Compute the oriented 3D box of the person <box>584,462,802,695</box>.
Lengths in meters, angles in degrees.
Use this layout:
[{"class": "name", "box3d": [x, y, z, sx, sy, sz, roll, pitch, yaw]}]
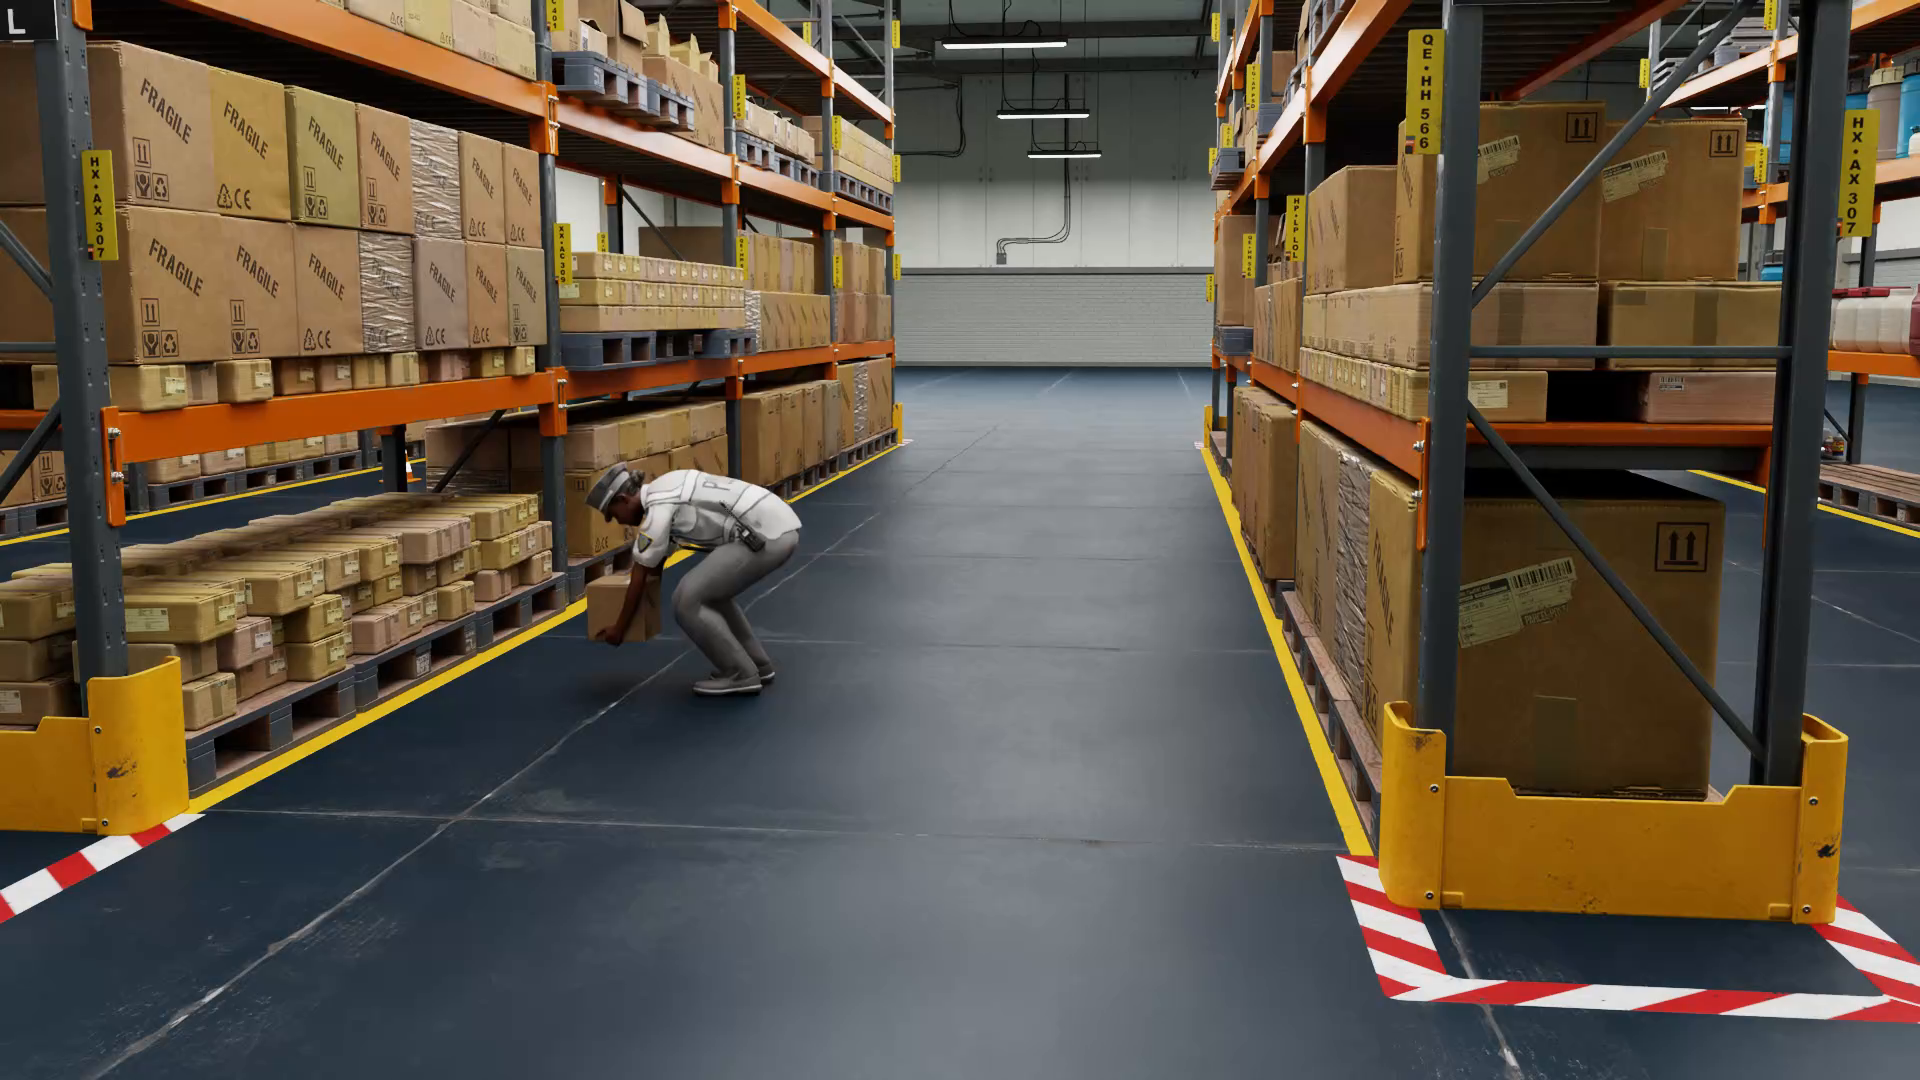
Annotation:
[{"class": "person", "box3d": [-1.150, 0.155, 7.187, 0.927, 0.989, 0.470, 0, 8, 4]}]
